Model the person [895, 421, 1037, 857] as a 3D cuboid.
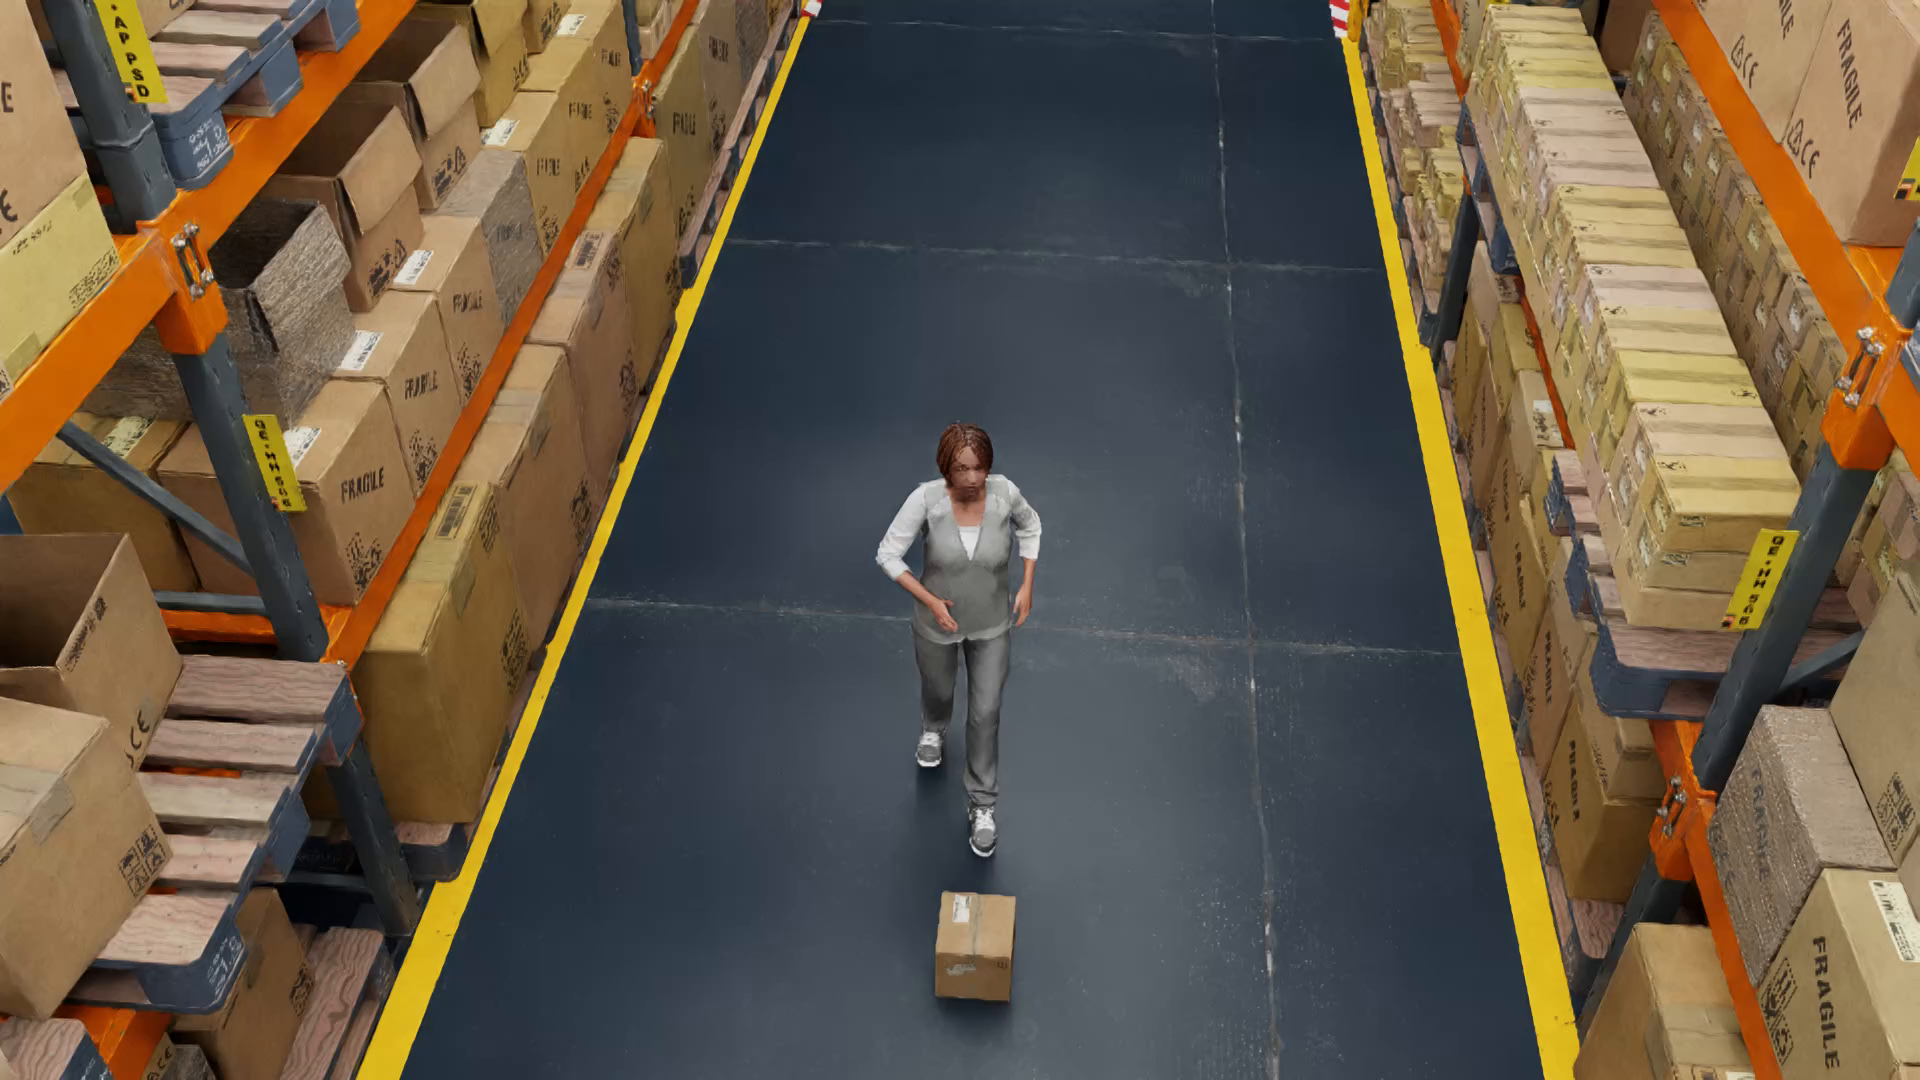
[{"bbox_3d":[0.025,0.336,5.756,0.551,1.584,0.700,-5,41,-5],"label":"person"}]
